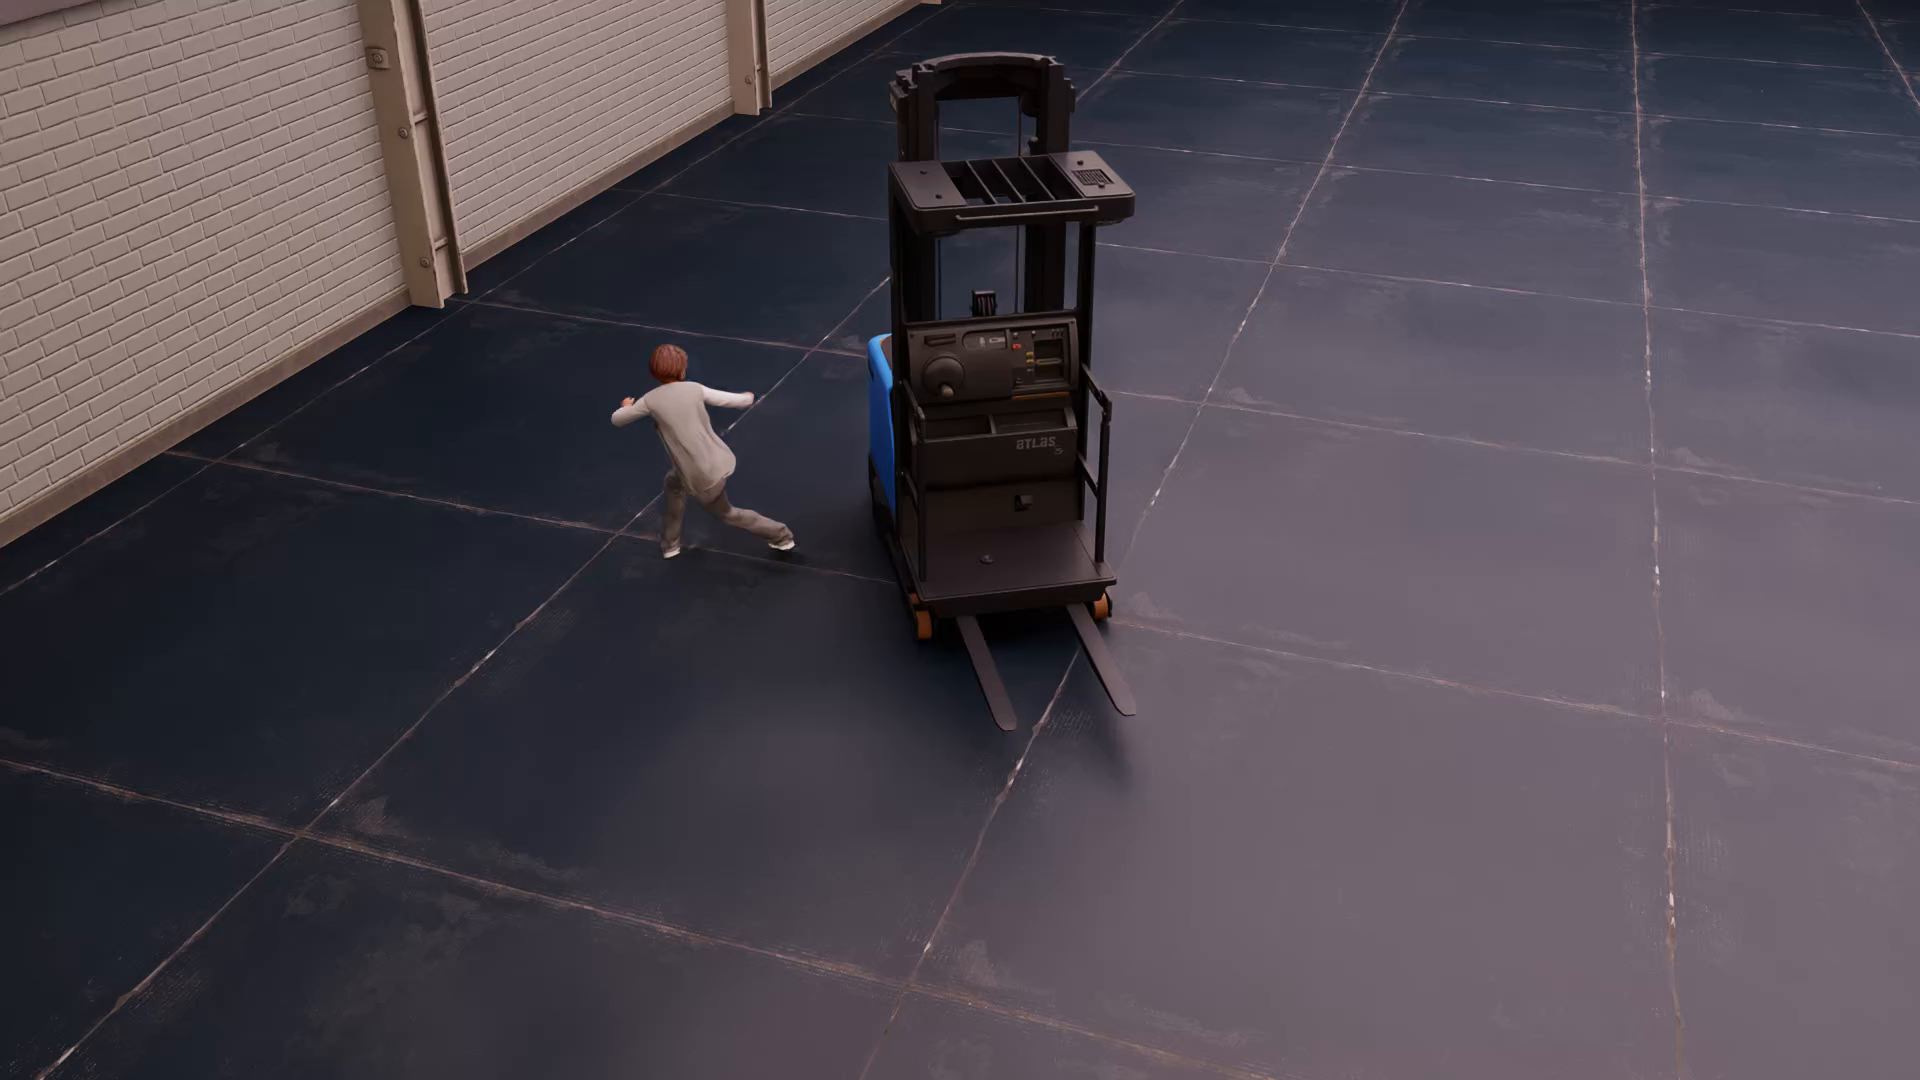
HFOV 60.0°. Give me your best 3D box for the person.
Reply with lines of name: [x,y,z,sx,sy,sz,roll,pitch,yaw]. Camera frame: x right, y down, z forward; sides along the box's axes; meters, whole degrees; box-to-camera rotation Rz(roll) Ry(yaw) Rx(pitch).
person: [-1.518,-0.516,9.630,0.937,1.382,0.827,24,37,35]

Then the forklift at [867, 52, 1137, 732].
forklift: [0.227,-0.925,8.760,1.130,2.935,3.031,-6,30,-10]
